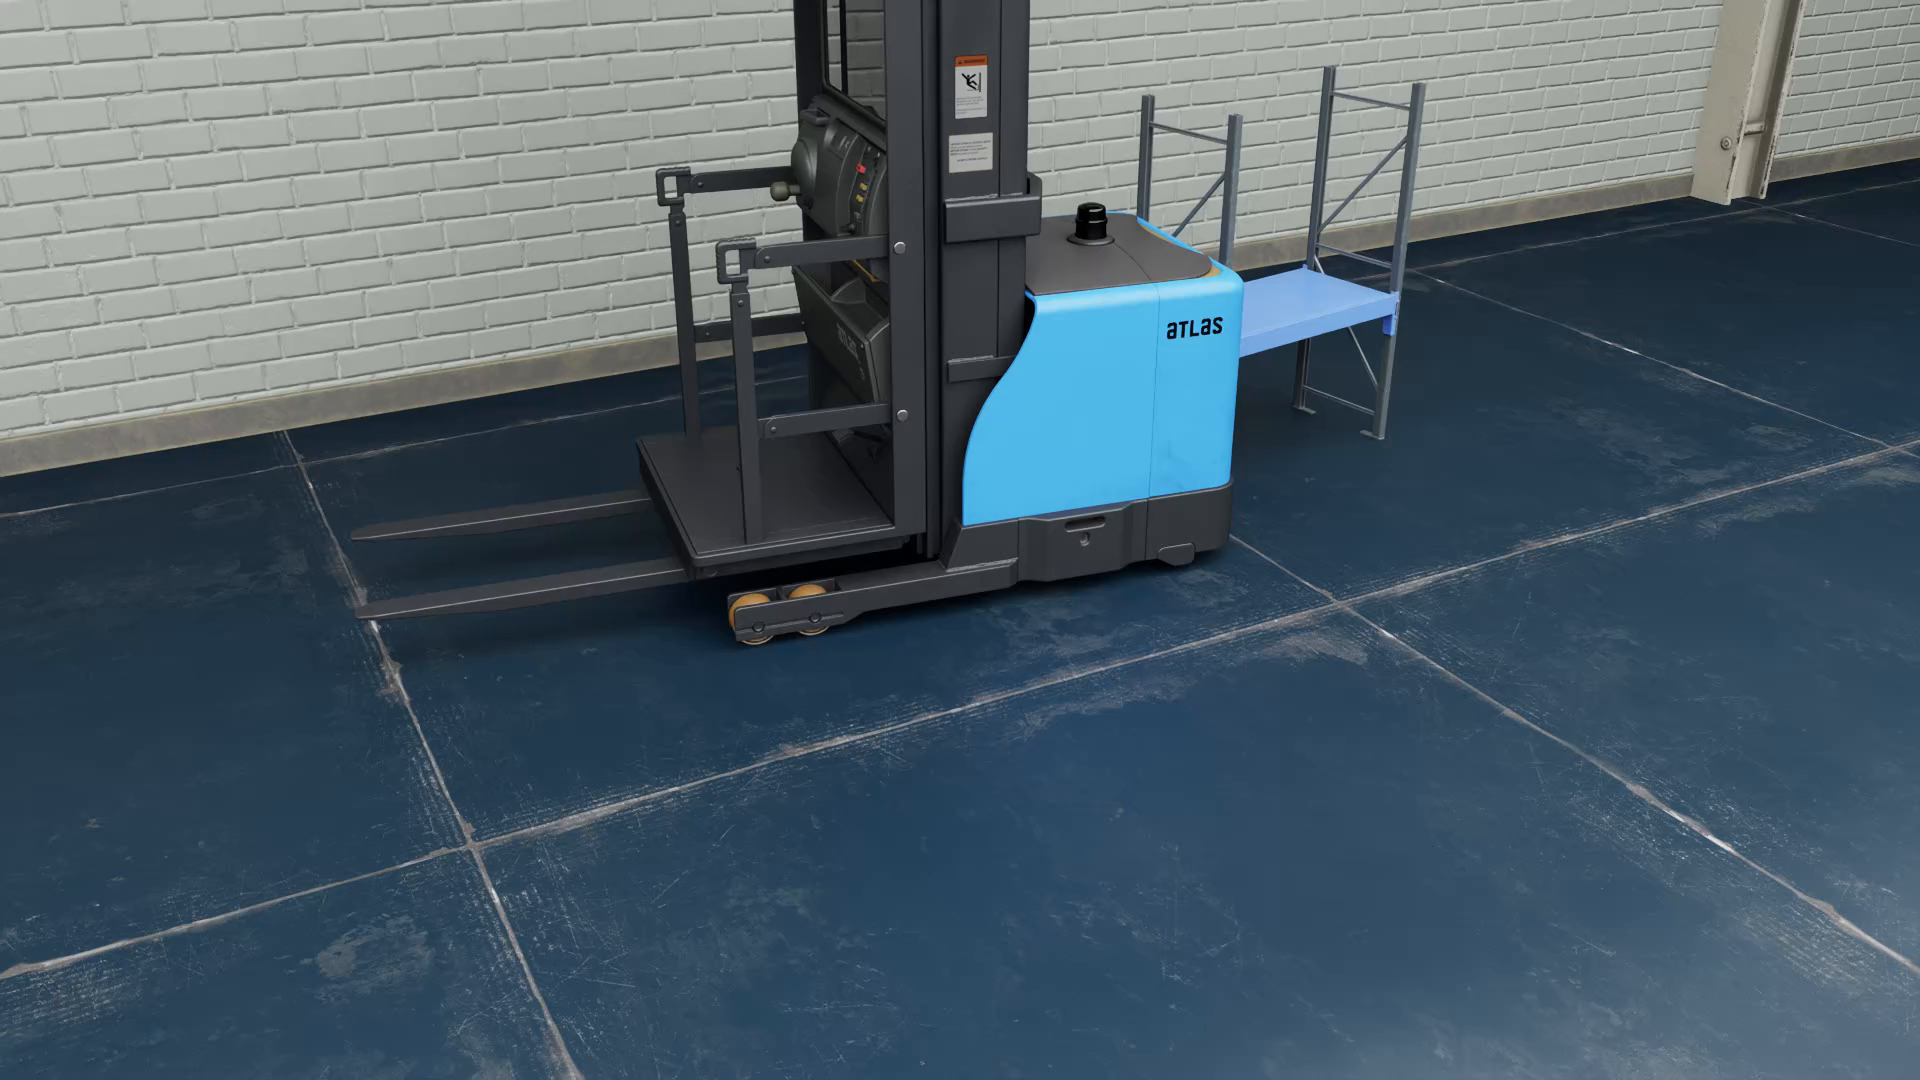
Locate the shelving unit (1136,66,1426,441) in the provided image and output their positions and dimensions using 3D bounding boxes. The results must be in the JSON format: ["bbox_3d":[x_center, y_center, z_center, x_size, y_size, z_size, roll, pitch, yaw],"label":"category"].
[{"bbox_3d":[1.256,-1.058,6.722,1.048,1.500,0.538,-18,31,-33],"label":"shelving unit"}]

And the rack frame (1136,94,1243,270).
[{"bbox_3d":[0.851,-0.926,6.445,0.032,1.500,0.500,-18,31,-33],"label":"rack frame"}]

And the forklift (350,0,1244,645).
[{"bbox_3d":[-0.586,-1.231,5.427,3.031,2.935,1.130,-9,27,-18],"label":"forklift"}]

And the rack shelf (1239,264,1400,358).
[{"bbox_3d":[1.256,-0.896,6.800,1.000,0.185,0.538,-18,31,-33],"label":"rack shelf"}]

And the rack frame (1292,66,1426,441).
[{"bbox_3d":[1.661,-1.191,6.999,0.032,1.500,0.500,-18,31,-33],"label":"rack frame"}]

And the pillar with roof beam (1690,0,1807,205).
[{"bbox_3d":[7.080,-4.681,5.602,0.400,9.000,9.100,-13,29,-25],"label":"pillar with roof beam"}]
